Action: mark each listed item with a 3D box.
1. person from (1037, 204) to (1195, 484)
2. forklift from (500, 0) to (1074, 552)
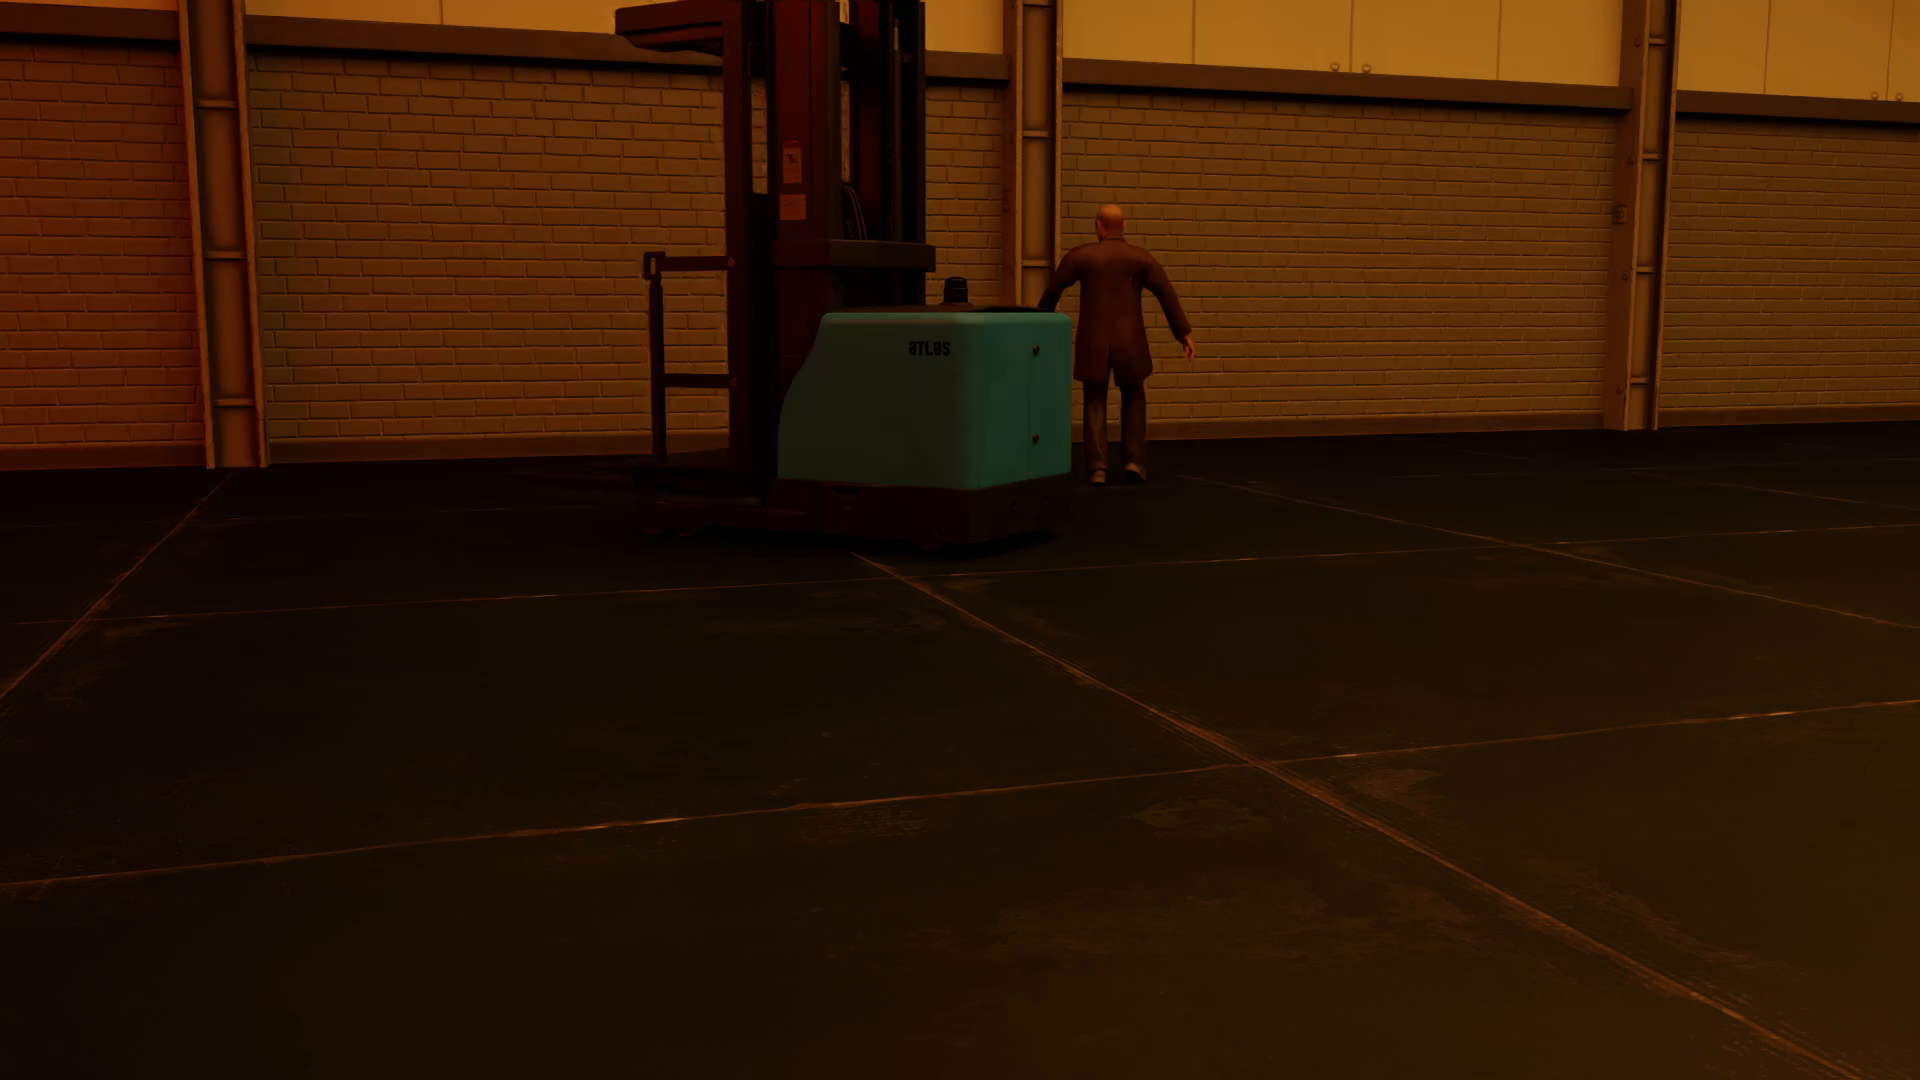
[{"bbox_3d":[0.985,-1.221,10.616,1.025,1.808,0.640,1,8,10],"label":"person"},{"bbox_3d":[-0.983,-1.522,8.238,3.031,2.935,1.130,4,9,30],"label":"forklift"}]
